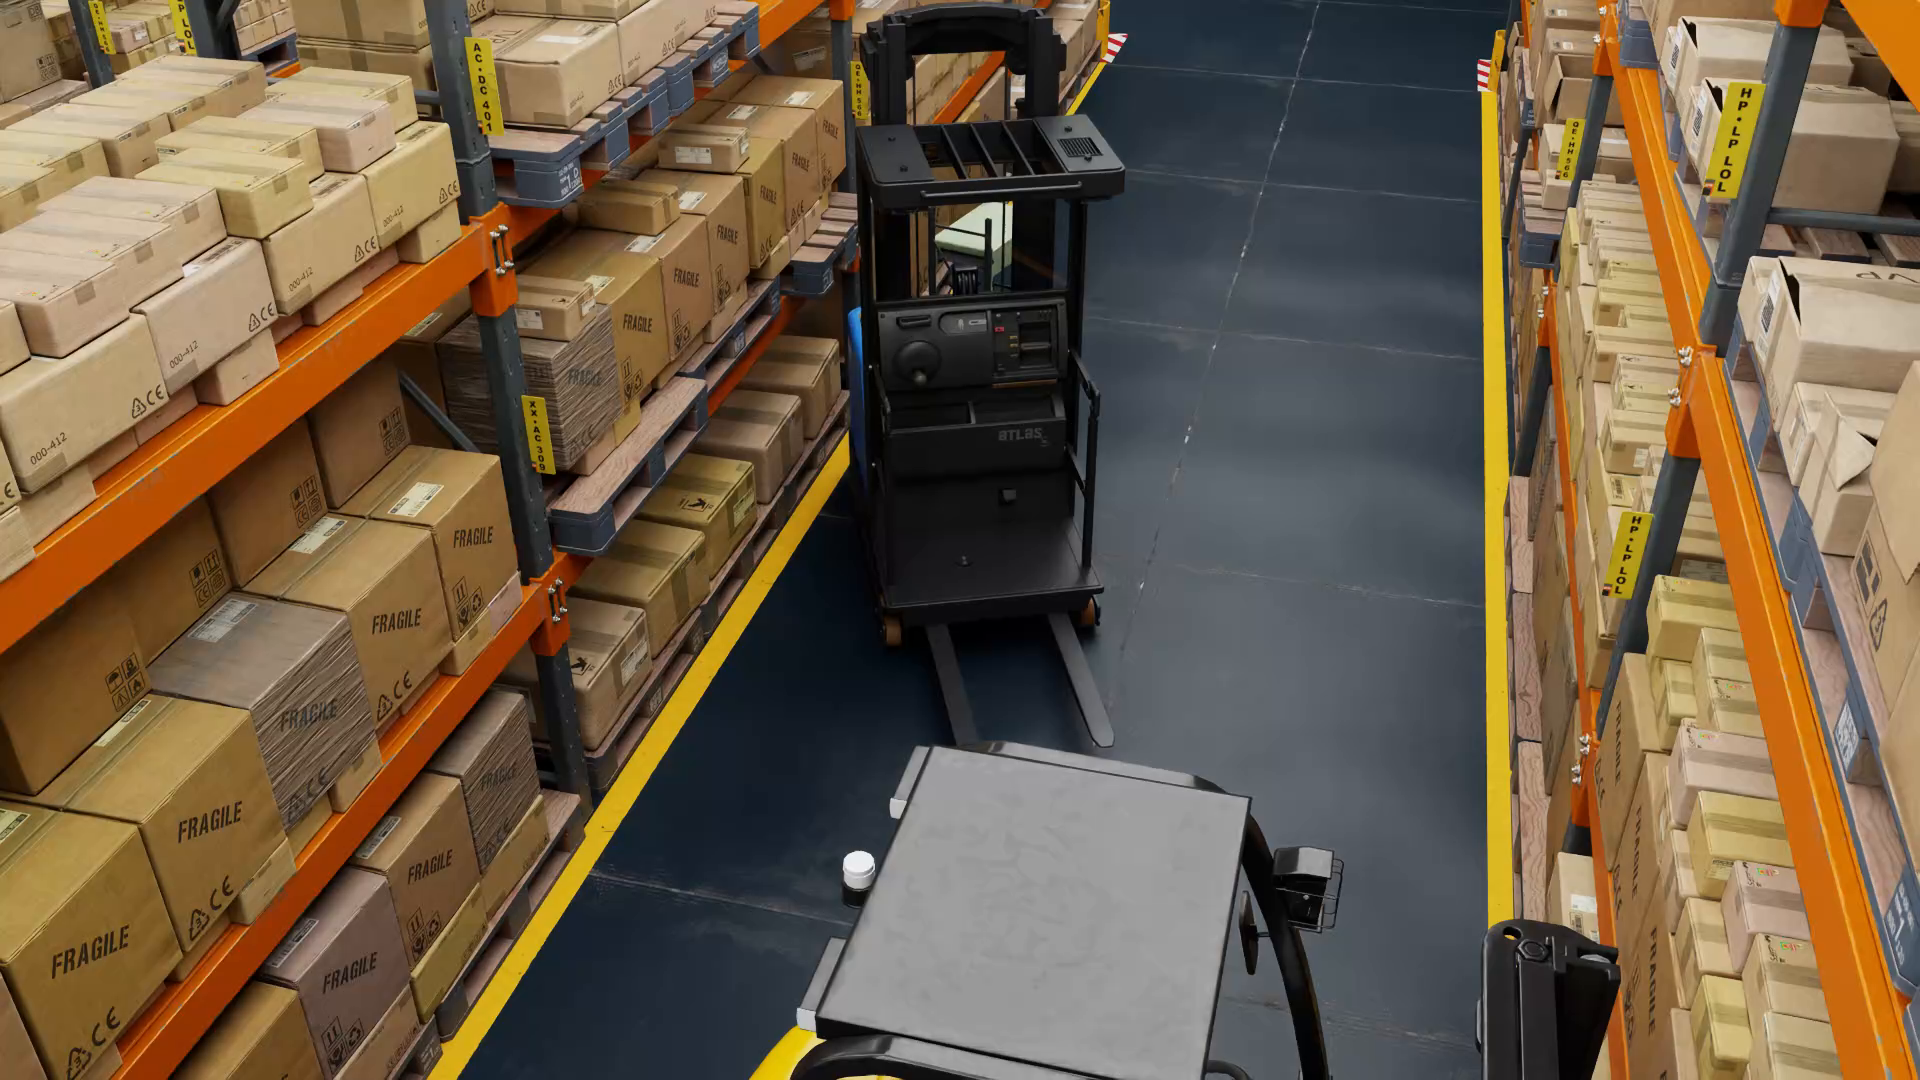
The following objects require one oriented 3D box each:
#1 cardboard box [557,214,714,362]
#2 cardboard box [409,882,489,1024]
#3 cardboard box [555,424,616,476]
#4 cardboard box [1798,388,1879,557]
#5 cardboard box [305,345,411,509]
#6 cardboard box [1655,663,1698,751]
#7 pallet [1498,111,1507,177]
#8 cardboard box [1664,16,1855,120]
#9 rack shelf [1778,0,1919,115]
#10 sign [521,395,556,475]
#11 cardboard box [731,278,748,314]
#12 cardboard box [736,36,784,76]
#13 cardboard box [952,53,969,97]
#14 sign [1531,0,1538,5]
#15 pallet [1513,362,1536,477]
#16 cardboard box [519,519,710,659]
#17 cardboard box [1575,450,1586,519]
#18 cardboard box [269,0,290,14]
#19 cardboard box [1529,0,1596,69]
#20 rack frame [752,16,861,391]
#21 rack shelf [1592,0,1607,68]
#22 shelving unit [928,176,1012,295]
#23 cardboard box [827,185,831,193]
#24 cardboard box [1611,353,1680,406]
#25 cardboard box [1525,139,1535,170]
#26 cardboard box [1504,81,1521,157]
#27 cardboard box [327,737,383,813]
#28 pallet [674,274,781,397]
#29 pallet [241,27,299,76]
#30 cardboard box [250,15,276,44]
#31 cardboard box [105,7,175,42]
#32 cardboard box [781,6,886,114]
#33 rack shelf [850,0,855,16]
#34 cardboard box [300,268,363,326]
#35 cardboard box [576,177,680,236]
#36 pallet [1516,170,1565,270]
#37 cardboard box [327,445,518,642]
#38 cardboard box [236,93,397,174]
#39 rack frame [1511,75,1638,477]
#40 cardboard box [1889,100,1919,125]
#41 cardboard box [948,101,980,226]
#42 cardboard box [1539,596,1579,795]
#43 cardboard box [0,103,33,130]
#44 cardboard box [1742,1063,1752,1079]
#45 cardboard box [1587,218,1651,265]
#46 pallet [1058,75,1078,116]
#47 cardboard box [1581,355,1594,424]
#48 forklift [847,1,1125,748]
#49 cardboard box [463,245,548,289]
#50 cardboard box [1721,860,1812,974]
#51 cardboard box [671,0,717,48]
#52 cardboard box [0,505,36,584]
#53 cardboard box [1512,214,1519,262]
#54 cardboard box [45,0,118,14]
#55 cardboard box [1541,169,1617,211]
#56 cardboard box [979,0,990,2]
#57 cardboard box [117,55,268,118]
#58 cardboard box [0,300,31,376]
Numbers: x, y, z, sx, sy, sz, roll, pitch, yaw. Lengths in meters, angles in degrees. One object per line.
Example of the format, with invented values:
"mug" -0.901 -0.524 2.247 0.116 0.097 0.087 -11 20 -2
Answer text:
"cardboard box" -1.457 -1.163 7.522 0.500 0.500 0.500 8 33 12
"cardboard box" -2.134 1.505 6.258 0.500 0.250 0.500 7 33 11
"cardboard box" -1.672 -0.414 6.948 0.380 0.149 0.250 8 33 13
"cardboard box" 2.013 -0.125 3.495 0.396 0.266 0.258 7 33 11
"cardboard box" -2.440 -0.490 5.922 0.700 0.500 0.500 8 33 12
"cardboard box" 2.284 0.523 4.934 0.380 0.149 0.250 9 33 14
"pallet" 5.197 -3.391 14.388 1.003 0.211 1.213 8 33 12
"cardboard box" 2.827 -1.680 5.899 0.500 0.311 0.500 7 33 11
"rack shelf" 2.176 -0.447 2.608 1.077 0.370 4.000 8 33 12
"sign" -1.592 -0.395 6.268 0.100 0.325 0.005 8 33 12
"cardboard box" -1.275 -1.229 8.230 0.380 0.149 0.250 7 33 11
"cardboard box" -1.225 -2.943 10.058 0.500 0.500 0.500 7 33 11
"cardboard box" -0.235 -3.397 11.937 0.500 0.250 0.500 7 33 11
"sign" 4.187 -4.012 11.958 0.100 0.325 0.005 8 33 12
"pallet" 3.925 -0.707 10.165 1.003 0.211 1.213 8 33 12
"cardboard box" -1.808 0.186 8.219 0.950 0.372 0.625 10 34 15
"cardboard box" 2.837 -0.174 6.868 0.500 0.250 0.500 8 33 13
"cardboard box" -5.210 -4.026 12.352 0.380 0.149 0.250 9 34 14
"cardboard box" 4.375 -3.576 11.594 0.700 0.500 0.500 9 34 14
"rack frame" -1.103 -2.175 9.875 1.000 3.000 0.127 8 33 12
"rack shelf" 4.206 -3.501 9.836 1.077 0.370 4.000 8 33 12
"shelving unit" 0.174 -1.379 10.022 0.431 1.500 0.755 16 36 24
"cardboard box" -0.959 -2.044 9.512 0.380 0.149 0.250 9 34 14
"cardboard box" 2.851 -0.616 6.725 0.380 0.149 0.250 8 33 13
"cardboard box" 4.366 -2.823 12.228 0.380 0.149 0.250 10 34 15
"cardboard box" 4.964 -3.493 13.888 0.700 0.500 0.500 7 33 11
"cardboard box" -2.160 0.743 5.520 0.380 0.149 0.250 8 33 12
"pallet" -1.566 -1.061 8.302 1.003 0.211 1.213 8 33 12
"pallet" -5.454 -3.748 12.529 1.003 0.211 1.213 8 33 12
"cardboard box" -5.273 -3.761 12.212 0.380 0.149 0.250 8 33 13
"cardboard box" -5.547 -3.472 11.204 0.380 0.149 0.250 7 33 11
"cardboard box" -0.741 -2.862 9.930 0.500 0.500 0.500 7 33 11
"rack shelf" -0.596 -4.175 10.896 1.077 0.370 4.000 8 33 12
"cardboard box" -2.094 -0.799 5.149 0.380 0.149 0.250 8 33 13
"cardboard box" -1.481 -1.492 7.434 0.380 0.149 0.250 10 34 15
"pallet" 3.803 -1.781 9.435 1.213 0.211 1.003 8 33 12
"cardboard box" -1.991 -0.002 6.087 0.500 0.500 0.500 7 33 11
"cardboard box" -1.979 -1.256 5.125 0.380 0.149 0.250 7 33 11
"rack frame" 3.699 -1.501 8.815 1.000 3.000 0.127 8 33 12
"cardboard box" 3.037 -1.365 5.555 0.380 0.149 0.250 8 33 12
"cardboard box" -0.390 -2.729 12.335 0.875 0.875 0.875 9 34 14
"cardboard box" 3.010 0.726 7.135 0.875 0.625 0.625 8 33 12
"cardboard box" -5.899 -2.310 9.994 0.500 0.500 0.500 8 33 12
"cardboard box" 1.938 1.330 3.664 0.380 0.149 0.250 8 33 12
"cardboard box" 3.226 -1.416 7.984 0.380 0.149 0.250 9 34 14
"pallet" 0.488 -4.093 15.491 1.003 0.211 1.213 8 33 12
"cardboard box" 2.966 -0.654 7.157 0.500 0.250 0.500 8 33 13
"forklift" 0.103 -0.905 7.941 1.130 2.935 3.031 -5 33 -8
"cardboard box" -2.098 -0.973 7.222 0.500 0.500 0.500 8 33 13
"cardboard box" 2.066 0.938 4.004 0.380 0.149 0.250 8 33 12
"cardboard box" -1.348 -2.255 6.954 0.500 0.250 0.500 8 33 12
"cardboard box" -2.411 0.018 3.864 0.380 0.149 0.250 8 33 13
"cardboard box" 4.248 -2.201 11.855 0.500 0.500 0.500 8 33 12
"cardboard box" -6.104 -3.701 11.565 0.380 0.149 0.250 9 34 14
"cardboard box" 3.495 -1.965 9.388 0.380 0.149 0.250 9 33 13
"cardboard box" -0.084 -3.876 12.225 0.500 0.250 0.500 9 33 14
"cardboard box" -2.514 -1.477 5.472 0.380 0.149 0.250 7 33 12
"cardboard box" -2.429 -0.462 3.876 0.380 0.149 0.250 9 33 13
